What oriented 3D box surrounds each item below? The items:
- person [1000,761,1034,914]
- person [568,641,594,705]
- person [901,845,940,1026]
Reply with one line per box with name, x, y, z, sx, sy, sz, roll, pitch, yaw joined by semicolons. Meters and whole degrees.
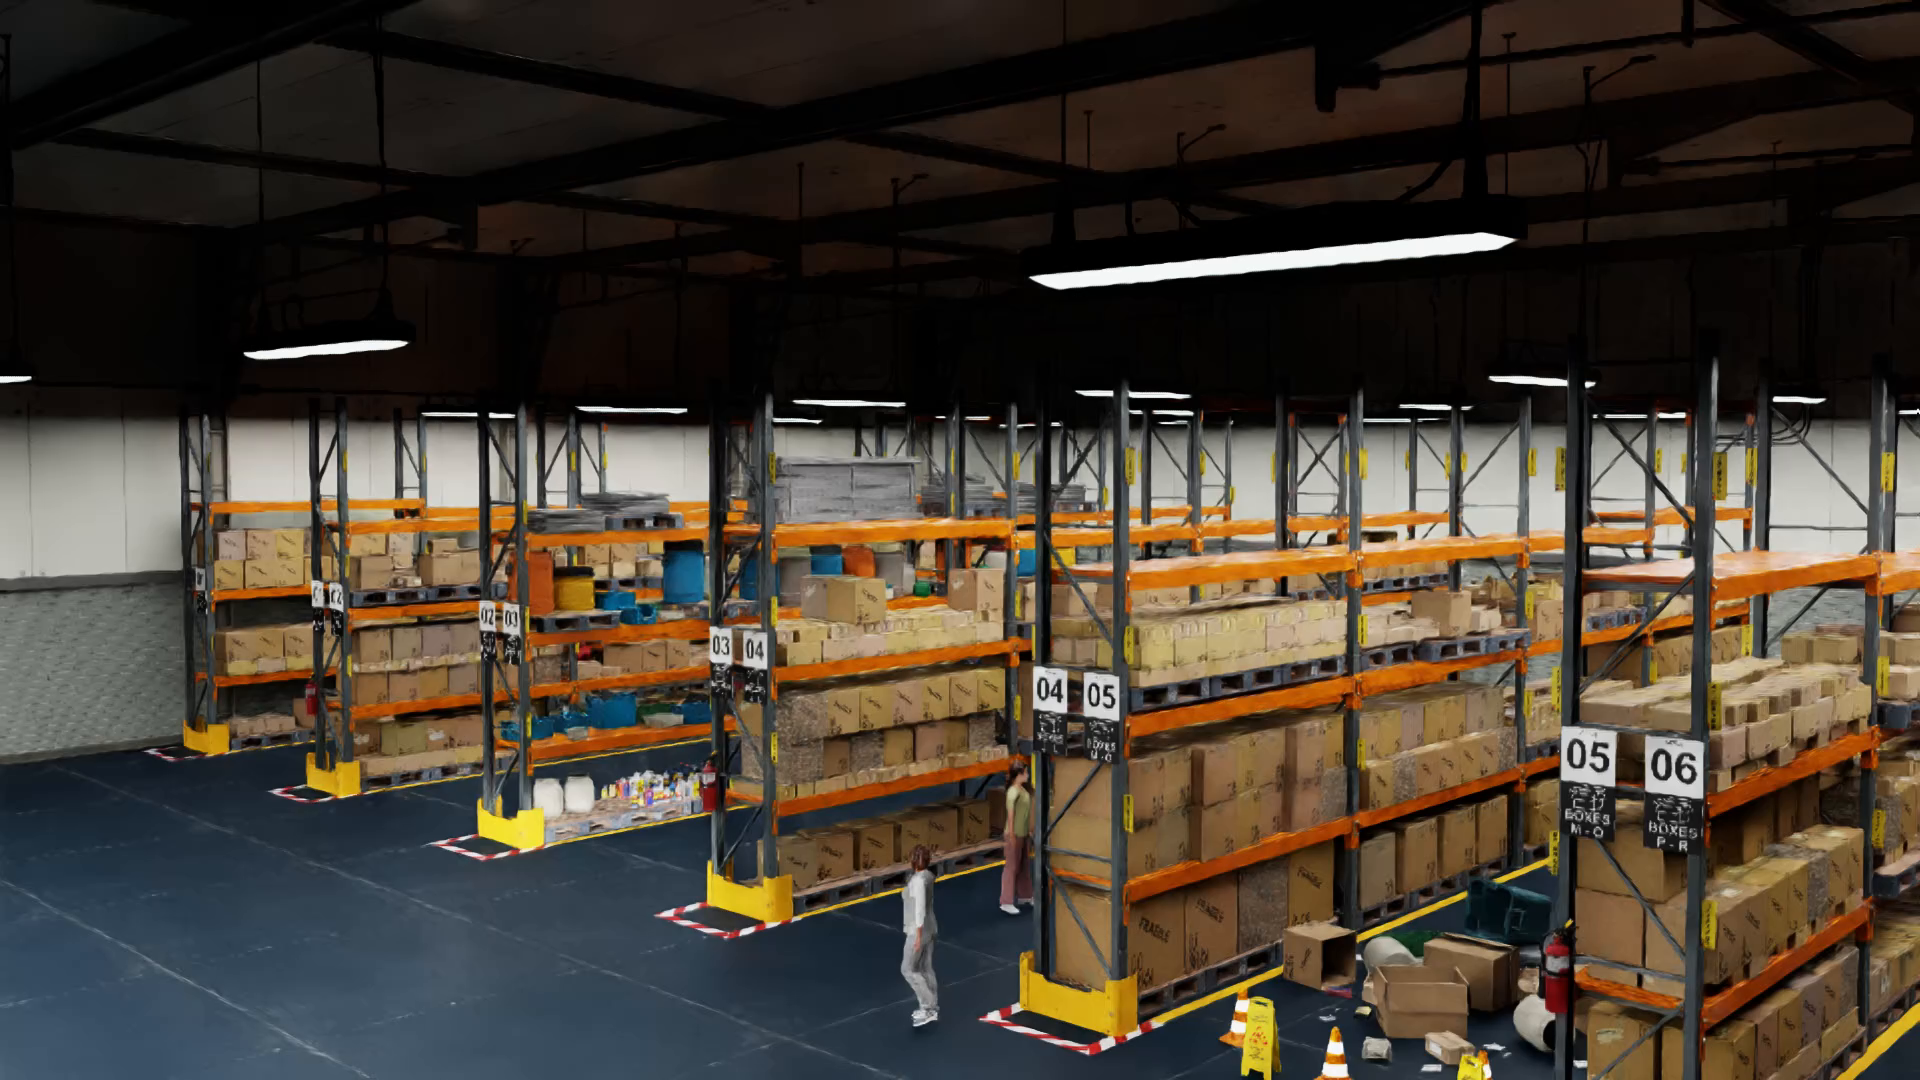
person;0.691;3.322;18.729;0.451;1.679;0.540;1;3;15
person;-7.393;2.618;32.344;0.536;1.657;1.037;2;4;35
person;-0.349;3.563;15.045;0.355;1.592;0.517;1;3;15
